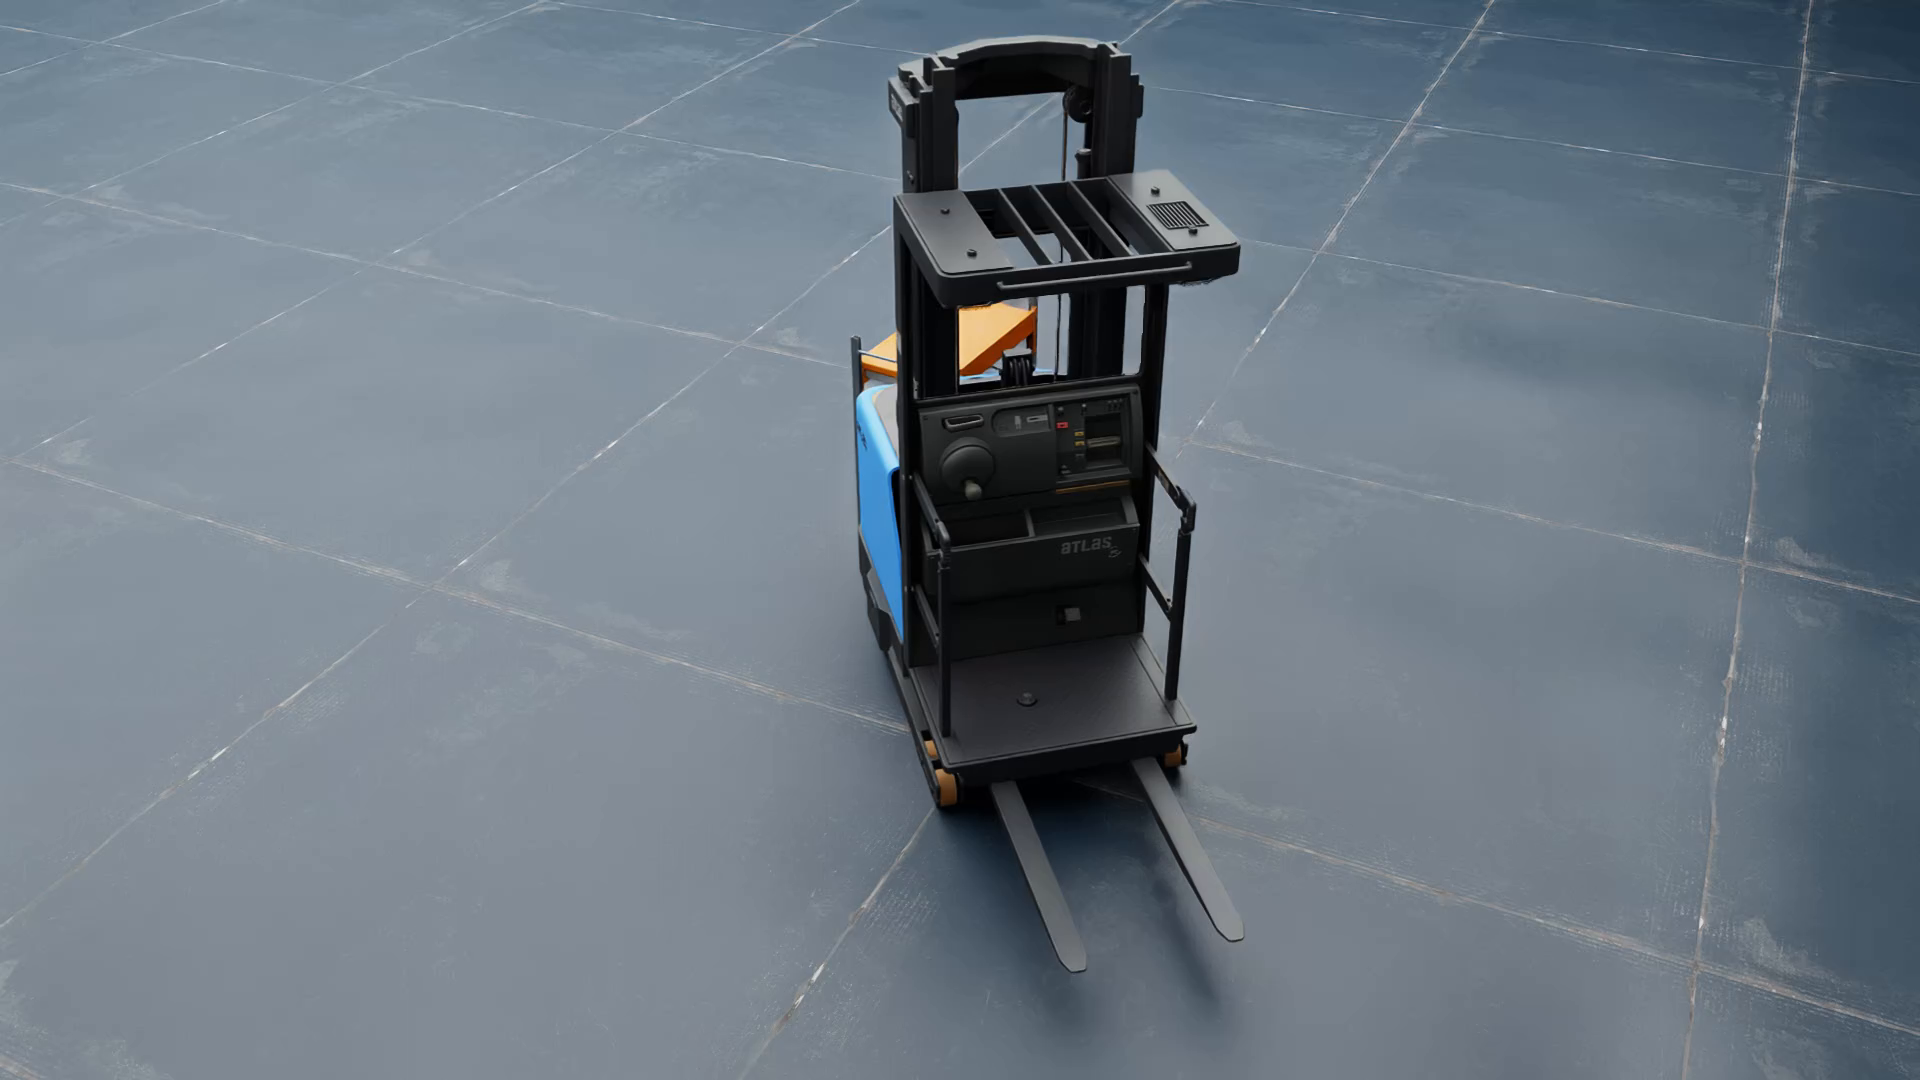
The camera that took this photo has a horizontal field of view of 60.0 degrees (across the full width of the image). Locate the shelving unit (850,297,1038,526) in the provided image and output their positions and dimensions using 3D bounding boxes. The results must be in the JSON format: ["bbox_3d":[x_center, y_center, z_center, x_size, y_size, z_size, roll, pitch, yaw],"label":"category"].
[{"bbox_3d":[-0.064,-0.713,8.812,0.538,1.125,1.048,18,37,25],"label":"shelving unit"}]

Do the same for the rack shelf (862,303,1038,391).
[{"bbox_3d":[-0.064,-0.958,8.652,0.538,0.278,1.000,18,37,25],"label":"rack shelf"}]

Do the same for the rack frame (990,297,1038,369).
[{"bbox_3d":[0.190,-0.955,9.180,0.500,1.125,0.032,18,37,25],"label":"rack frame"}]

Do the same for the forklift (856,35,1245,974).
[{"bbox_3d":[0.351,-0.334,6.586,1.130,2.935,3.031,-8,34,-12],"label":"forklift"}]

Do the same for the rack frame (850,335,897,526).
[{"bbox_3d":[-0.319,-0.472,8.444,0.500,1.125,0.032,18,37,25],"label":"rack frame"}]
